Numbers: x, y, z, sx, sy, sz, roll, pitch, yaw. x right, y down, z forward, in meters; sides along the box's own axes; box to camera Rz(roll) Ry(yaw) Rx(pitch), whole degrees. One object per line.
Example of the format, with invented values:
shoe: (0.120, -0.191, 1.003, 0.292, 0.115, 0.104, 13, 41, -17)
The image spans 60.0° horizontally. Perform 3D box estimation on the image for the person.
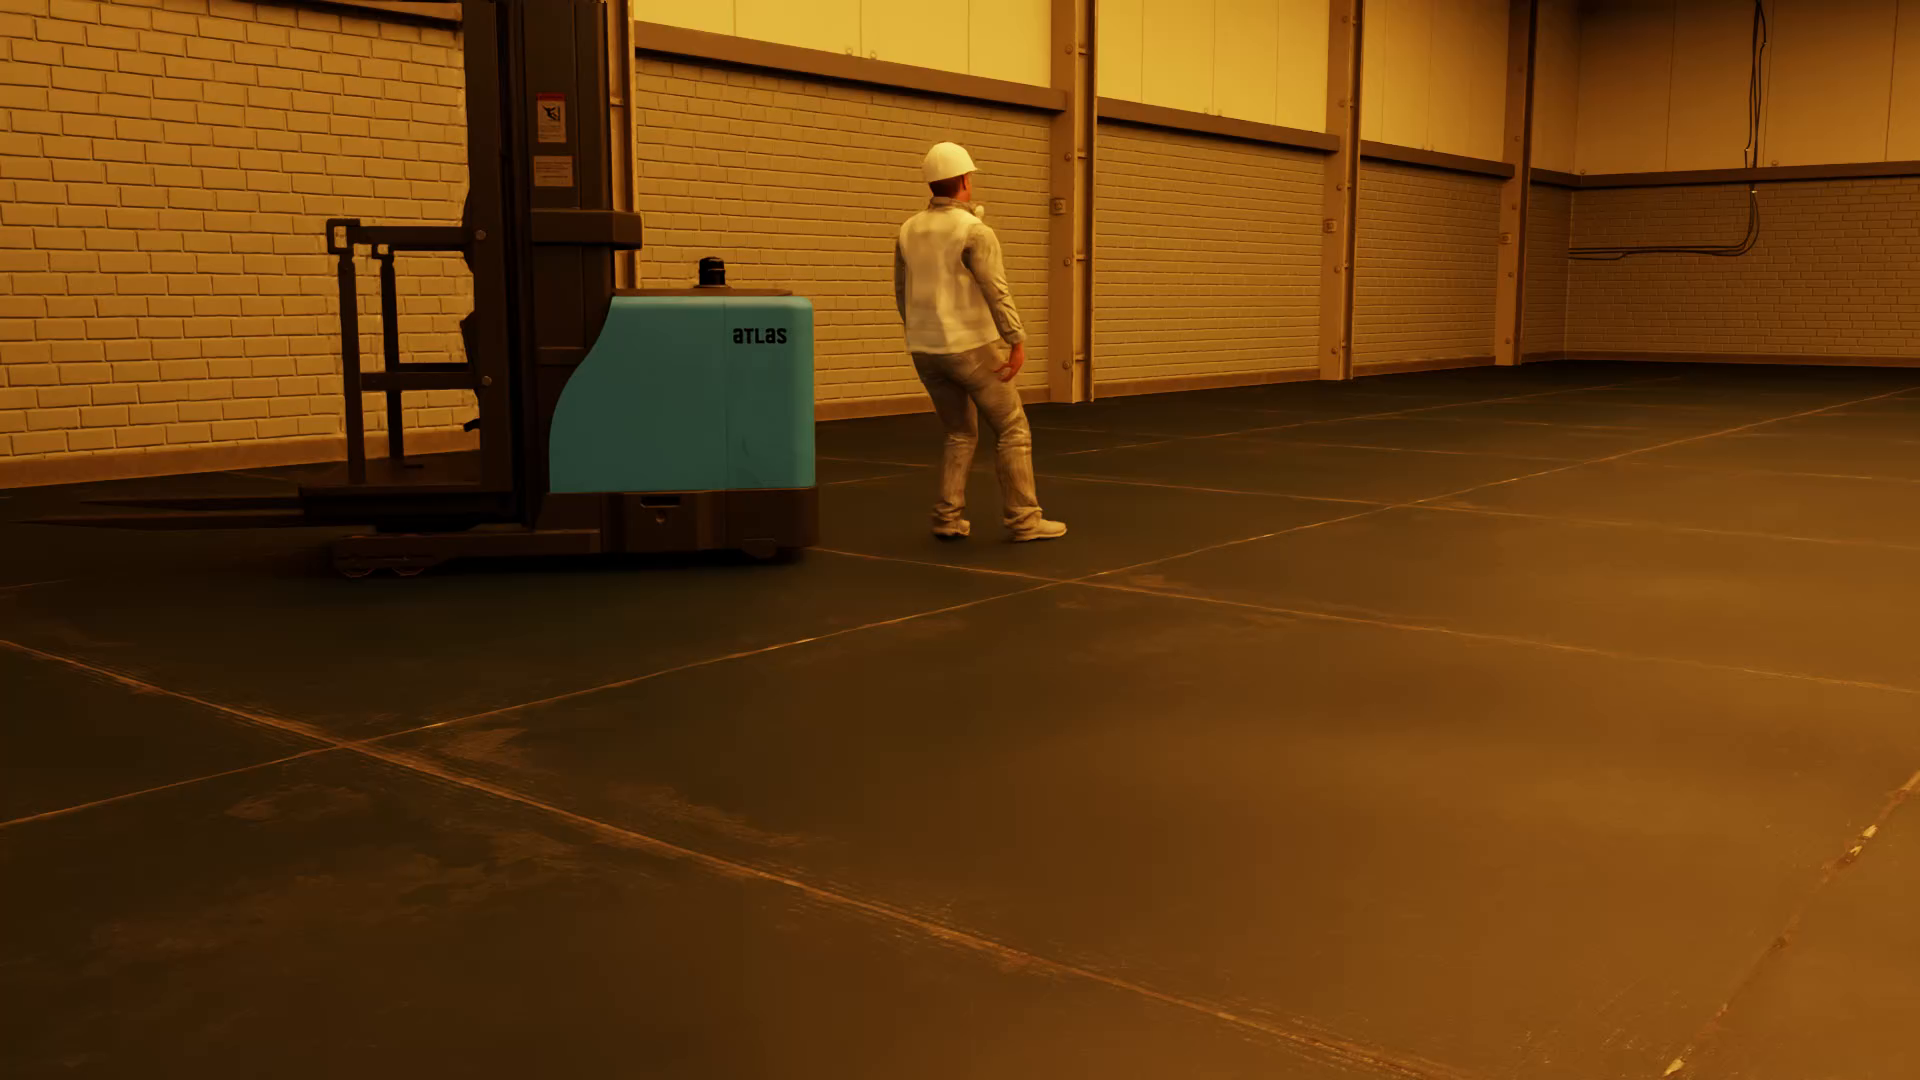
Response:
person: (0.064, -0.874, 7.433, 0.678, 1.749, 0.599, 8, 12, 44)

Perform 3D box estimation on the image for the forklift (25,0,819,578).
forklift: (-2.143, -1.387, 6.763, 3.031, 2.935, 1.130, -1, 8, -10)
